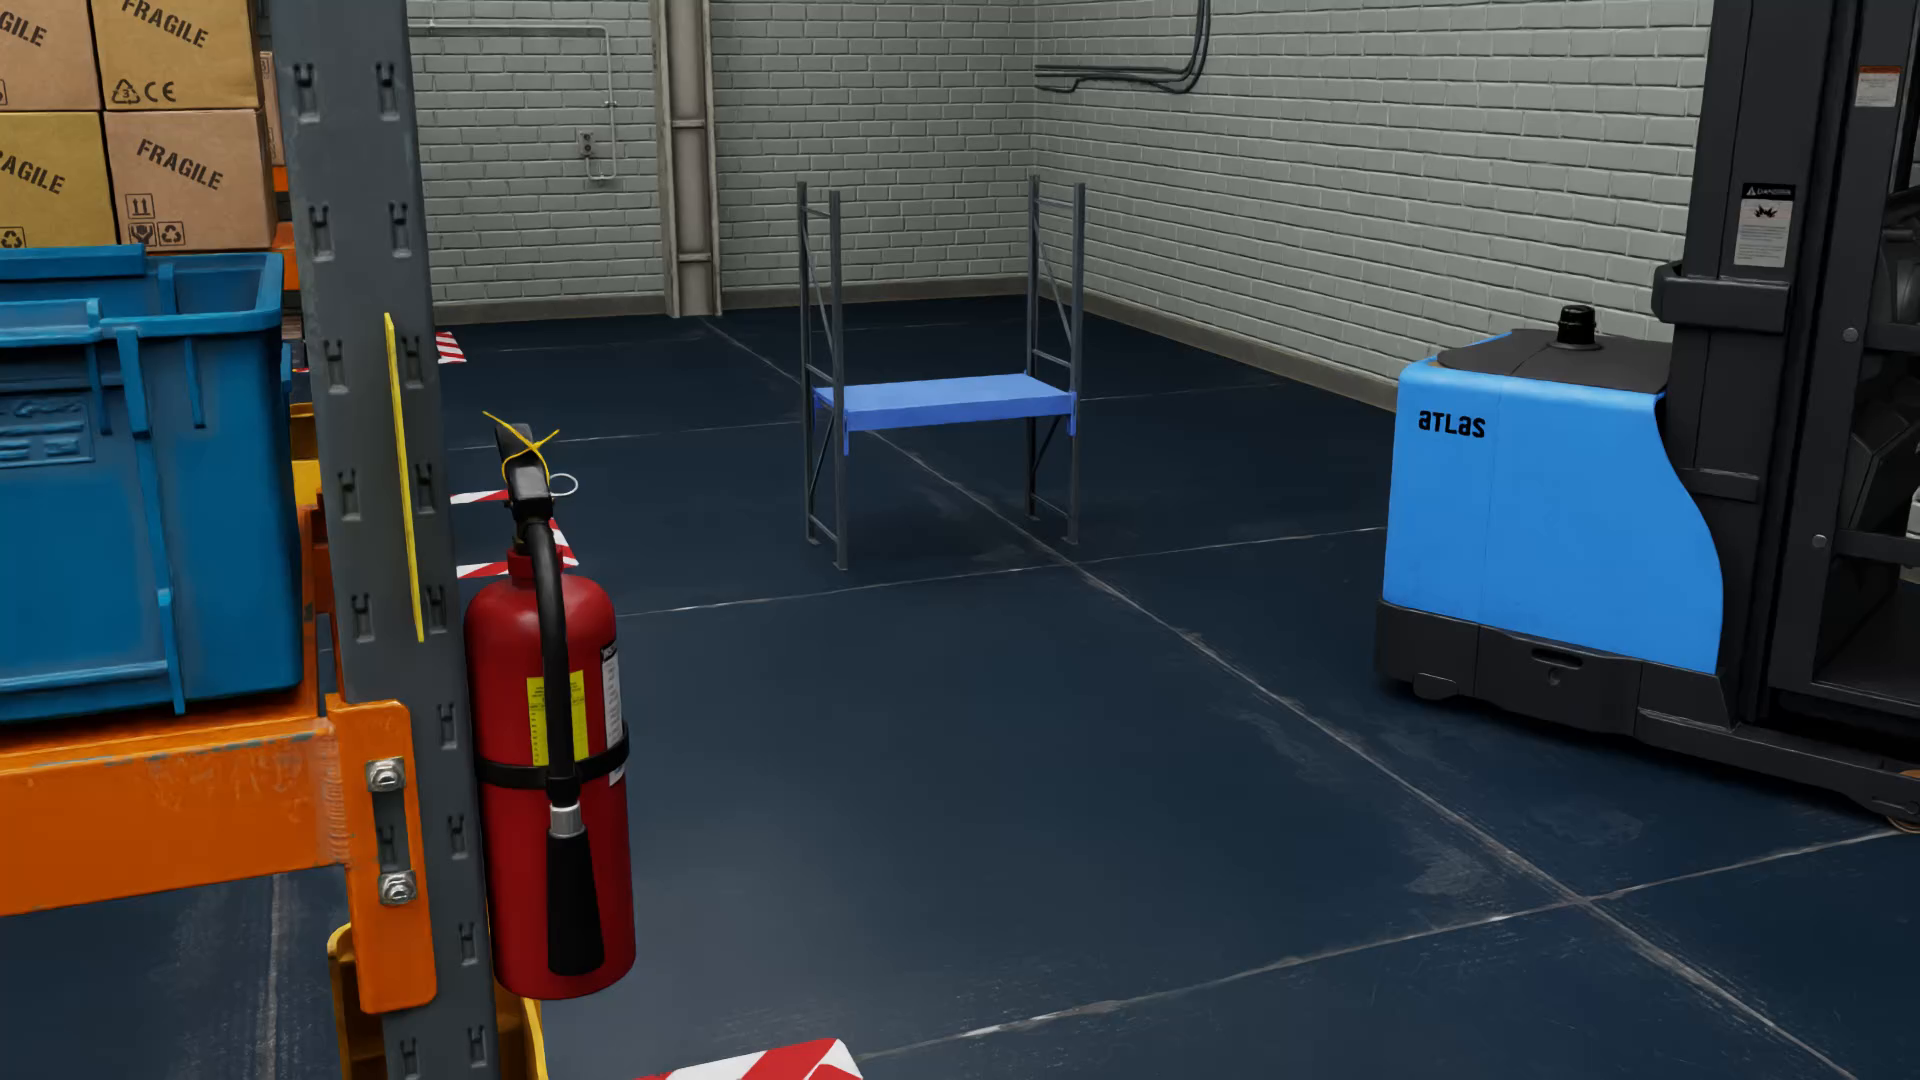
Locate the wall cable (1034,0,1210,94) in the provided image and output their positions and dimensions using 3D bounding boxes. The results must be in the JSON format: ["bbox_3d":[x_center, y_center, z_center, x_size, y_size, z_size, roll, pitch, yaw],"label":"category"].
[{"bbox_3d":[1.084,-4.600,12.301,0.112,2.526,3.097,-6,17,-20],"label":"wall cable"}]

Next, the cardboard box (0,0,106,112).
[{"bbox_3d":[-3.338,-1.791,5.922,0.500,0.500,0.500,-6,17,-19],"label":"cardboard box"}]

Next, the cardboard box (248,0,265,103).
[{"bbox_3d":[-3.058,-1.984,6.579,0.500,0.500,0.500,-6,17,-18],"label":"cardboard box"}]

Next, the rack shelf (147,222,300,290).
[{"bbox_3d":[-4.417,-0.885,6.065,4.000,0.370,1.077,-6,17,-20],"label":"rack shelf"}]

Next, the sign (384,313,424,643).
[{"bbox_3d":[-0.569,-0.063,1.701,0.005,0.325,0.100,-6,17,-20],"label":"sign"}]

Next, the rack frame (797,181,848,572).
[{"bbox_3d":[-0.554,-0.660,6.683,0.032,1.500,0.500,-6,17,-20],"label":"rack frame"}]

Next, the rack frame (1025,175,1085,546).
[{"bbox_3d":[0.395,-0.762,7.032,0.032,1.500,0.500,-6,17,-20],"label":"rack frame"}]

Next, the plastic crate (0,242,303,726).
[{"bbox_3d":[-1.026,-0.091,1.915,0.499,0.435,0.616,-6,17,-20],"label":"plastic crate"}]

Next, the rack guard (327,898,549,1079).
[{"bbox_3d":[-0.763,1.065,2.583,0.348,0.500,1.175,-6,17,-20],"label":"rack guard"}]

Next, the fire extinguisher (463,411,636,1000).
[{"bbox_3d":[-0.477,0.192,1.919,0.183,0.674,0.296,-6,17,-20],"label":"fire extinguisher"}]

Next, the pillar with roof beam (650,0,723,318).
[{"bbox_3d":[-0.573,-4.980,8.087,0.400,9.000,9.100,-6,17,-20],"label":"pillar with roof beam"}]

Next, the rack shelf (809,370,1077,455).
[{"bbox_3d":[-0.080,-0.538,6.908,1.000,0.185,0.538,-6,17,-20],"label":"rack shelf"}]

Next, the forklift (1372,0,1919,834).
[{"bbox_3d":[2.805,-0.757,4.474,3.031,2.935,1.130,13,21,38],"label":"forklift"}]

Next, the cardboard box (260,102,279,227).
[{"bbox_3d":[-3.058,-1.504,6.720,0.500,0.500,0.500,-6,17,-19],"label":"cardboard box"}]

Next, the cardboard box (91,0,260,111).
[{"bbox_3d":[-2.867,-1.842,6.096,0.500,0.500,0.500,-6,18,-21],"label":"cardboard box"}]

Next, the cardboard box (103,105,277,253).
[{"bbox_3d":[-2.870,-1.363,6.238,0.500,0.500,0.500,-6,17,-18],"label":"cardboard box"}]

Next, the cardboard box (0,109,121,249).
[{"bbox_3d":[-3.354,-1.310,6.057,0.500,0.500,0.500,-6,17,-20],"label":"cardboard box"}]

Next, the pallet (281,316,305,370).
[{"bbox_3d":[-5.044,-1.296,11.135,1.213,0.211,1.003,-6,17,-20],"label":"pallet"}]

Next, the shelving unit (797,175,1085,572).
[{"bbox_3d":[-0.080,-0.711,6.858,1.048,1.500,0.538,-6,17,-20],"label":"shelving unit"}]

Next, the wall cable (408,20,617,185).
[{"bbox_3d":[-3.468,-3.600,12.231,1.851,1.984,0.084,-6,17,-20],"label":"wall cable"}]

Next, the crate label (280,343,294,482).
[{"bbox_3d":[-1.129,-0.138,2.436,0.303,0.233,0.416,-6,17,-20],"label":"crate label"}]

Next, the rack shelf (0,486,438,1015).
[{"bbox_3d":[-2.648,0.419,1.626,4.000,0.370,1.077,-6,17,-20],"label":"rack shelf"}]

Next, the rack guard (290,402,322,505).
[{"bbox_3d":[-2.621,-0.225,6.976,0.348,0.500,1.175,-6,17,-20],"label":"rack guard"}]

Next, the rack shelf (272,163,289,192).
[{"bbox_3d":[-6.193,-2.188,10.502,4.000,0.370,1.077,-6,17,-20],"label":"rack shelf"}]

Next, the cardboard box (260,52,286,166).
[{"bbox_3d":[-4.798,-2.825,10.861,0.700,0.700,0.980,-5,17,-18],"label":"cardboard box"}]
